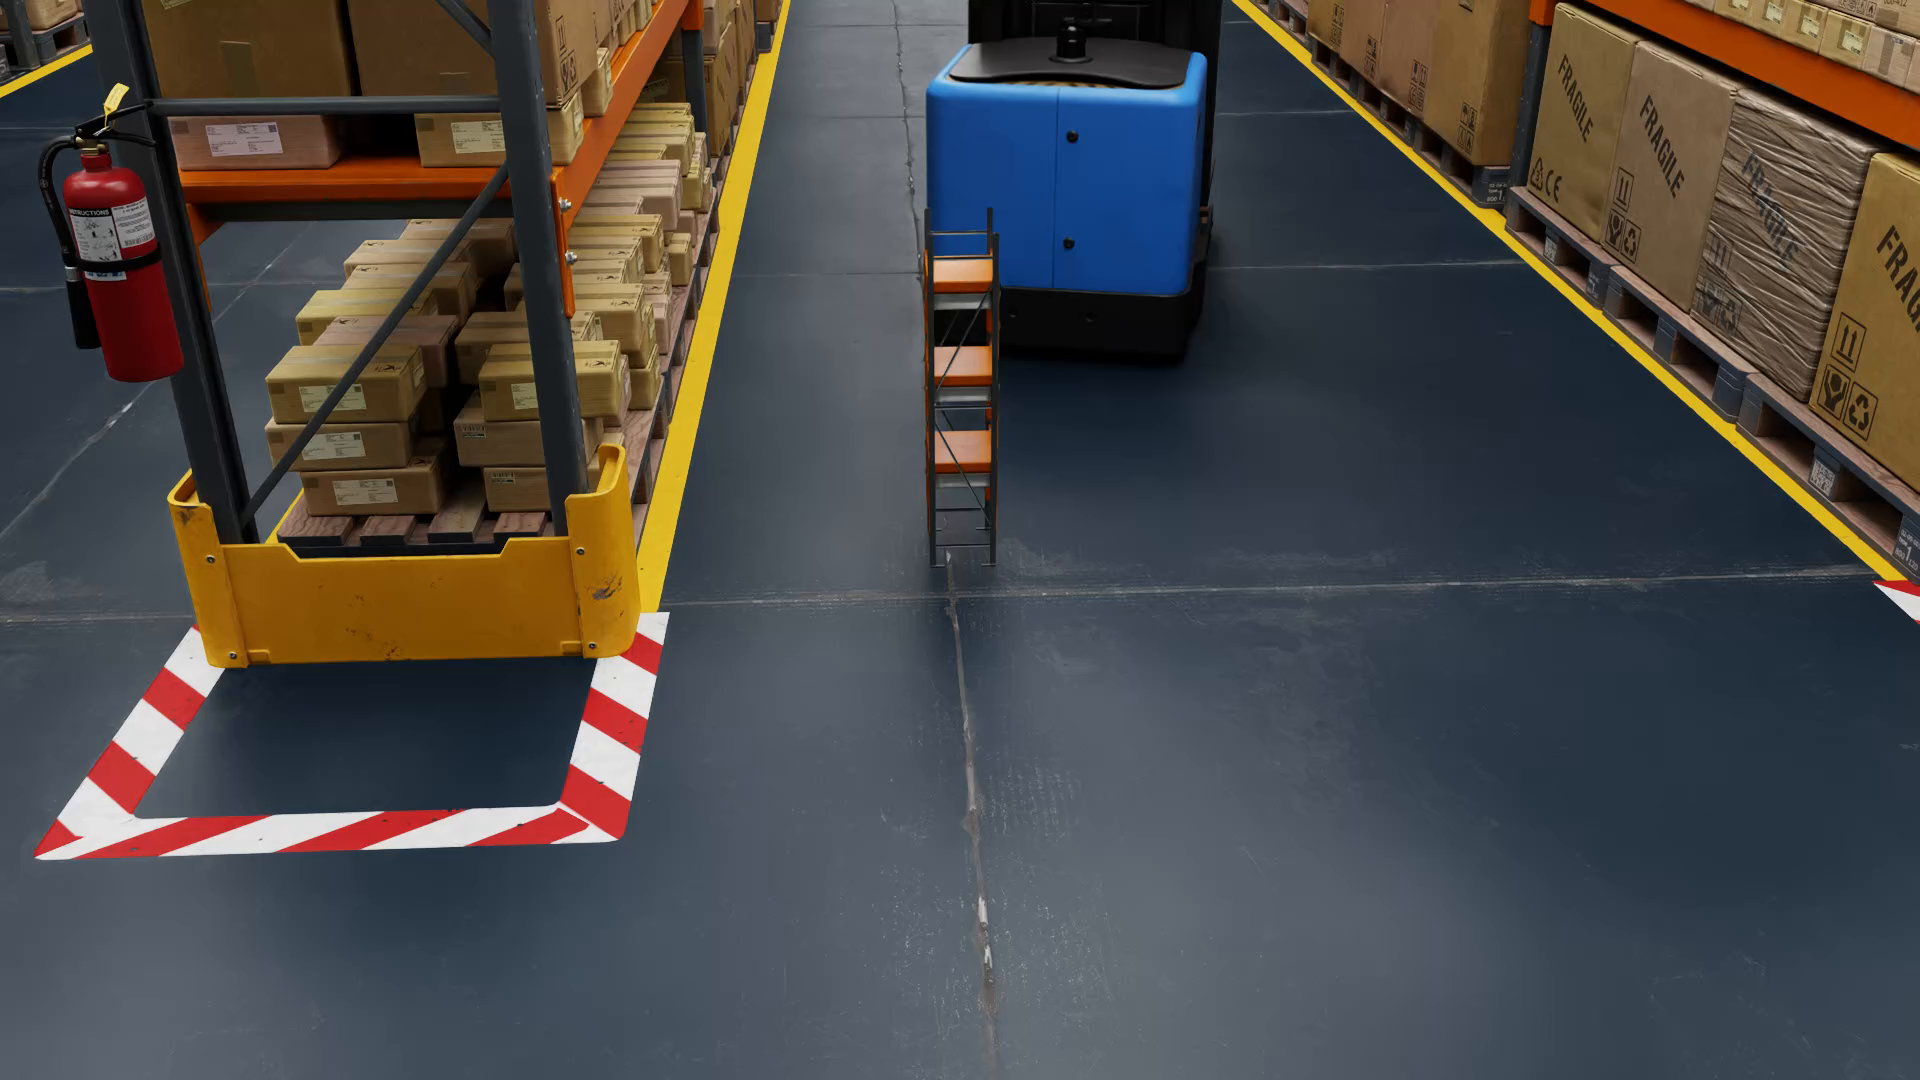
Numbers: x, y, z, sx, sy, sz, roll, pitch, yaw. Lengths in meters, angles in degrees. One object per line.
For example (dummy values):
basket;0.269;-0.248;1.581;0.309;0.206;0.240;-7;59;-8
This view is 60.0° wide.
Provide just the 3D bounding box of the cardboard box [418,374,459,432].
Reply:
cardboard box;-1.782;-0.447;5.170;0.380;0.149;0.250;-2;28;-4

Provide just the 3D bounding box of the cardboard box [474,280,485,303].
cardboard box;-1.891;-0.804;5.854;0.380;0.149;0.250;-1;28;-2

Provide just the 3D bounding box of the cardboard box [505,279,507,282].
cardboard box;-1.822;-0.910;6.380;0.380;0.149;0.250;-1;28;-1

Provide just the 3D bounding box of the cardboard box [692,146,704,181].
cardboard box;-1.358;-1.673;7.521;0.380;0.149;0.250;-3;28;-5

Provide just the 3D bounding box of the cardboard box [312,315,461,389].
cardboard box;-1.746;-0.576;5.096;0.380;0.149;0.250;-1;28;-2

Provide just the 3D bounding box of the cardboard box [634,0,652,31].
cardboard box;-1.316;-1.923;5.966;0.380;0.149;0.250;-1;28;-2

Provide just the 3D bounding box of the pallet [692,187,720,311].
pallet;-1.648;-1.336;7.582;1.003;0.211;1.213;-1;28;-3

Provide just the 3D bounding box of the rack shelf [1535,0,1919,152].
rack shelf;3.344;-1.712;6.066;1.077;0.370;4.000;-1;28;-3

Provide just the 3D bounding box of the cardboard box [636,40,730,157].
cardboard box;-1.492;-2.307;8.678;0.500;0.500;0.500;0;28;-1

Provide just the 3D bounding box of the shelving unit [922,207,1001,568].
shelving unit;0.003;-0.441;4.960;0.215;1.050;0.252;-1;28;-3

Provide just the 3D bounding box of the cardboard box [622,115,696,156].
cardboard box;-1.387;-1.792;7.428;0.380;0.149;0.250;-1;28;-2

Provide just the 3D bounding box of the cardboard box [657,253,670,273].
cardboard box;-1.357;-1.031;6.611;0.380;0.149;0.250;-1;28;-2

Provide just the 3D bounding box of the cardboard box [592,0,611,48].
cardboard box;-1.310;-1.671;4.780;0.500;0.500;0.500;-1;28;-3

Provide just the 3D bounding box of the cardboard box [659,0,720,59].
cardboard box;-1.493;-2.639;8.505;0.500;0.250;0.500;-3;28;-5

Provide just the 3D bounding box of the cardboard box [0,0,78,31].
cardboard box;-6.885;-3.845;11.765;0.950;0.372;0.625;-3;28;-6

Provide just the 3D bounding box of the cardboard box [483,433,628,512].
cardboard box;-1.217;-0.206;5.030;0.380;0.149;0.250;-1;28;-2

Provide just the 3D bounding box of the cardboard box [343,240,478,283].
cardboard box;-1.906;-0.936;5.787;0.380;0.149;0.250;0;28;-1

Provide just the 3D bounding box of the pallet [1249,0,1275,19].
pallet;2.931;-4.488;13.627;1.003;0.211;1.213;-1;28;-3

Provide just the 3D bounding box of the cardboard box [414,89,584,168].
cardboard box;-1.199;-1.080;4.349;0.380;0.149;0.250;-2;28;-3

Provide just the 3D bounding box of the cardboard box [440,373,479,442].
cardboard box;-1.788;-0.435;5.468;0.380;0.149;0.250;-2;28;-3

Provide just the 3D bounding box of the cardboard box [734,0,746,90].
cardboard box;-1.565;-3.025;10.055;0.500;0.500;0.500;-3;28;-5

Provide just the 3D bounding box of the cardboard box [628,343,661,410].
cardboard box;-1.236;-0.560;5.709;0.380;0.149;0.250;-1;28;-2

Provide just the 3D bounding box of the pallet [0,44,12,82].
pallet;-6.899;-2.960;10.697;1.003;0.211;1.213;-1;28;-3

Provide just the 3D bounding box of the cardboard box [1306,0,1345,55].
cardboard box;3.046;-3.727;10.995;1.225;0.875;0.875;-3;28;-5

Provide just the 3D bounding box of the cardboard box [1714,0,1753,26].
cardboard box;3.006;-1.979;6.071;0.380;0.149;0.250;-2;28;-4

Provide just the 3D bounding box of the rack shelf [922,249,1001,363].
rack shelf;0.003;-0.683;4.834;0.215;0.259;0.240;-1;28;-3

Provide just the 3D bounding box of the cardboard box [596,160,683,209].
cardboard box;-1.325;-1.433;6.739;0.380;0.149;0.250;-3;28;-5

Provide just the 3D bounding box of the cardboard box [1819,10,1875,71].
cardboard box;3.047;-1.624;5.391;0.380;0.149;0.250;-2;28;-4

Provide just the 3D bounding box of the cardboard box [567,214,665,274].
cardboard box;-1.286;-1.077;6.058;0.380;0.149;0.250;-1;28;-2

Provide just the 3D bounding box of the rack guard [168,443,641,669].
rack guard;-1.514;0.039;4.634;1.175;0.500;0.348;-1;28;-3

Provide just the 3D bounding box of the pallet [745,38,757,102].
pallet;-1.888;-3.131;11.025;1.003;0.211;1.213;-1;28;-3

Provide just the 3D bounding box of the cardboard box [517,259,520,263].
cardboard box;-1.916;-1.163;6.544;0.380;0.149;0.250;-2;28;-3

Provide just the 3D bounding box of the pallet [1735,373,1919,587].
pallet;3.329;-0.238;5.478;1.003;0.211;1.213;-1;28;-3

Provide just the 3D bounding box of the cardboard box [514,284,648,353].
cardboard box;-1.217;-0.714;5.361;0.380;0.149;0.250;-1;28;-3

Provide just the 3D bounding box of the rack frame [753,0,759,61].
rack frame;-1.927;-4.729;11.072;1.000;3.000;0.127;-1;28;-3

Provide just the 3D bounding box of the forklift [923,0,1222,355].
forklift;0.620;-2.677;7.213;1.130;2.935;3.031;5;28;9

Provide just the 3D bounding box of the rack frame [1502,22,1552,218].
rack frame;3.240;-2.954;7.671;1.000;3.000;0.127;-1;28;-3

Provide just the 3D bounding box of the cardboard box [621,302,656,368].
cardboard box;-1.245;-0.696;5.648;0.380;0.149;0.250;-1;28;-1

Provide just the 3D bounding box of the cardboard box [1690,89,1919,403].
cardboard box;3.288;-1.065;5.892;0.875;0.875;0.875;-1;28;-3

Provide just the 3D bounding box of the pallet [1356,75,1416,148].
pallet;3.058;-2.637;10.078;1.003;0.211;1.213;-1;28;-3

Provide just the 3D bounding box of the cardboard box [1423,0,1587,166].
cardboard box;3.187;-2.494;8.631;1.225;0.875;0.875;-1;28;-2

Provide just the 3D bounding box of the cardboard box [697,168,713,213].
cardboard box;-1.358;-1.631;7.761;0.380;0.149;0.250;-1;28;-2

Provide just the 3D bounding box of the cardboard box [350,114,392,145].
cardboard box;-1.784;-1.182;4.545;0.380;0.149;0.250;-1;28;-3

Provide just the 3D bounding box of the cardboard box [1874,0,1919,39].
cardboard box;3.133;-1.624;4.961;0.500;0.250;0.500;-2;28;-4
